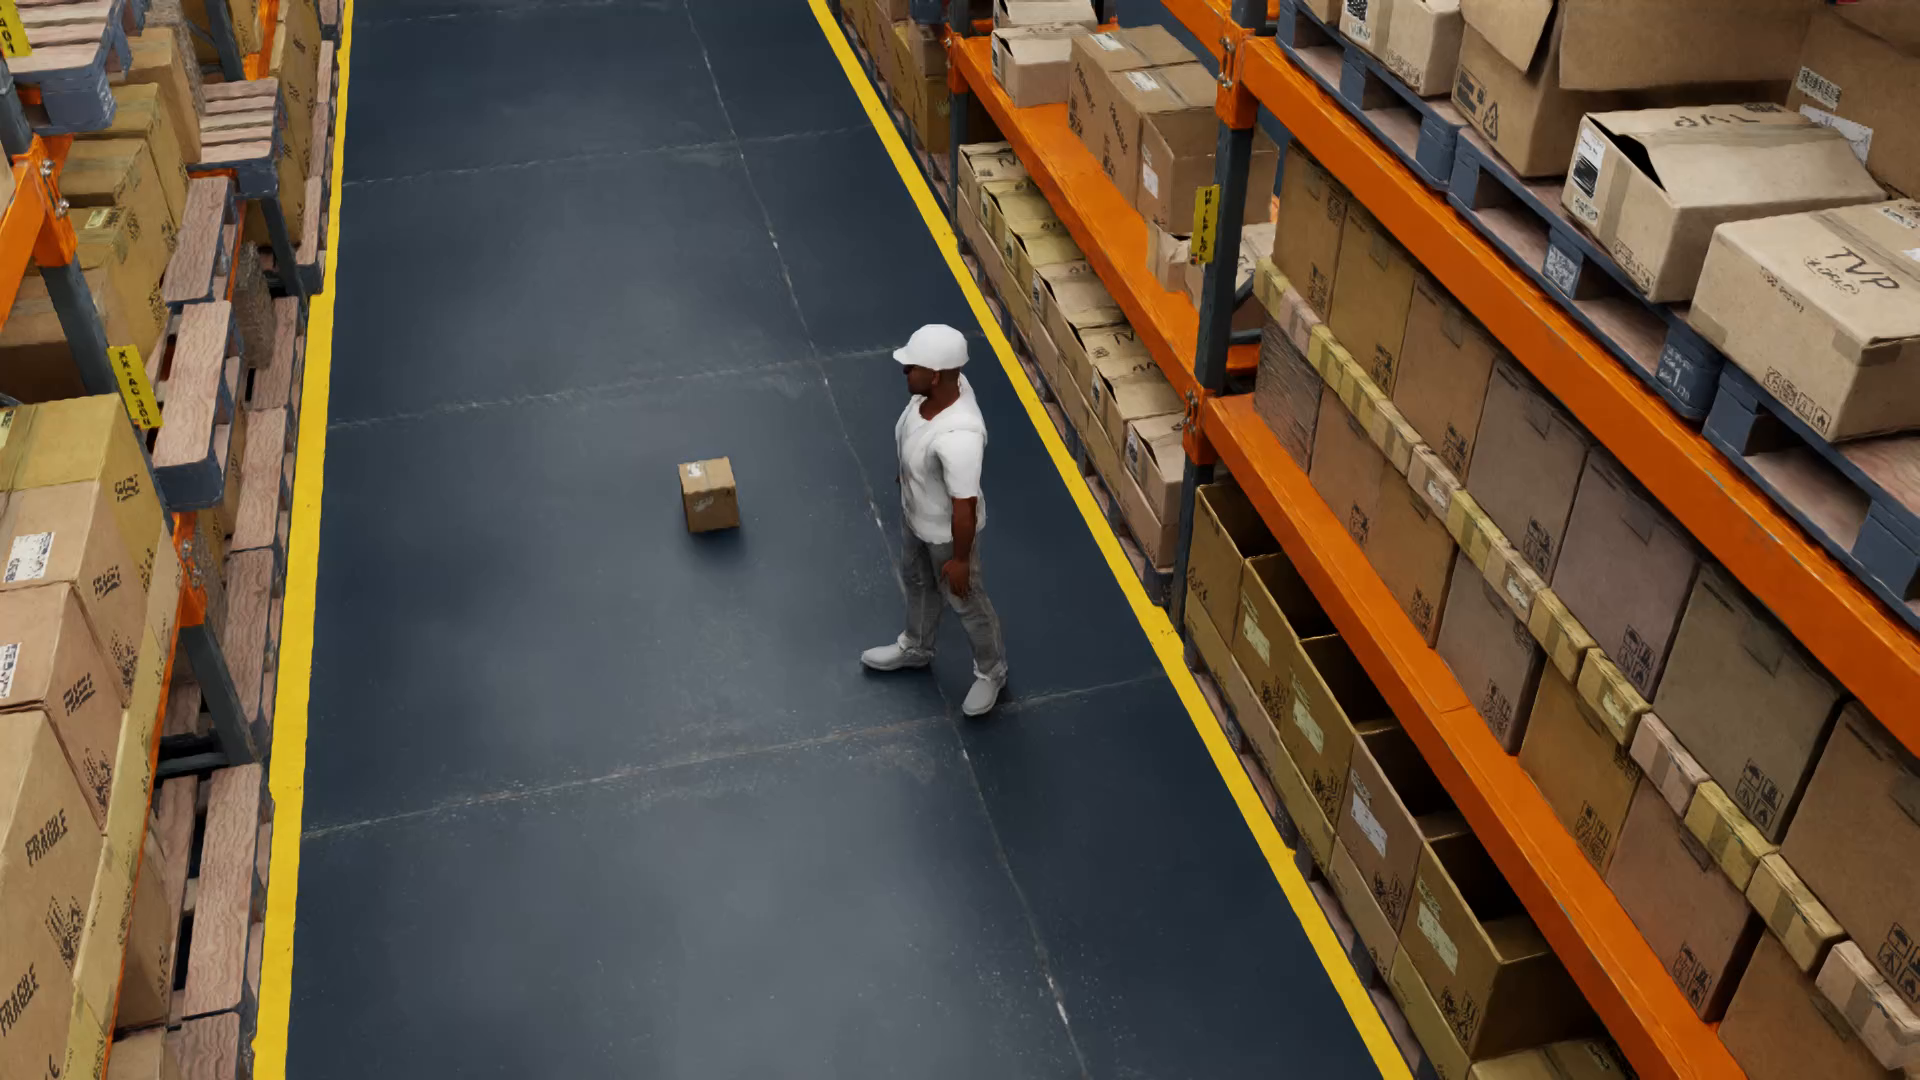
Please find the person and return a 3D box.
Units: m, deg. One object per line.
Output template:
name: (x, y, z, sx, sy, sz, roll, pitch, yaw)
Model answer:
person: (-0.123, -0.113, 6.823, 0.587, 1.768, 0.747, -11, 39, -13)
